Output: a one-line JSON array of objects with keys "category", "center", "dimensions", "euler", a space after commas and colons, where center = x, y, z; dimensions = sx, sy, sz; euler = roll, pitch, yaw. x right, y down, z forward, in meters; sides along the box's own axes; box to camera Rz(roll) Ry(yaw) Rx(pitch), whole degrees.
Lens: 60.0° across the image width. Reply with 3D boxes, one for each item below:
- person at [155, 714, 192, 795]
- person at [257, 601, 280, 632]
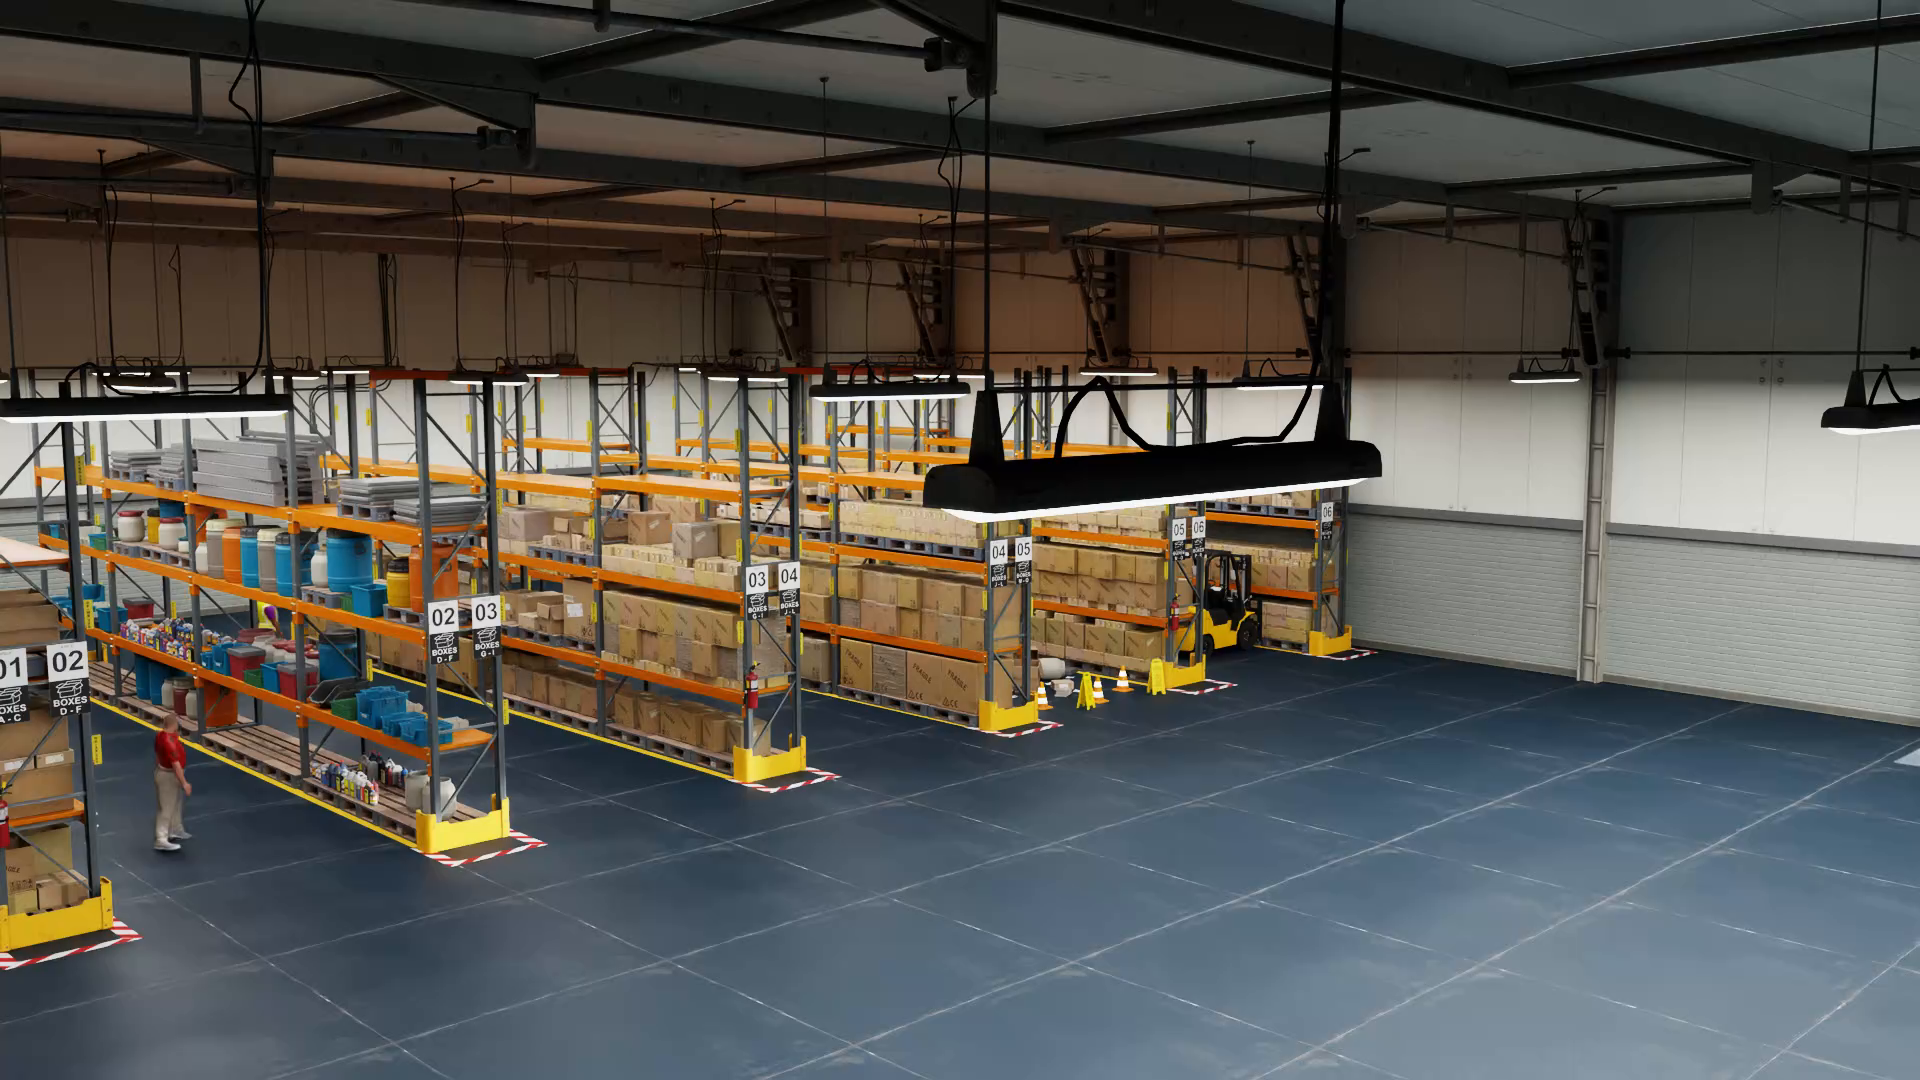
[{"category": "person", "center": [-10.090, 2.730, 21.311], "dimensions": [0.360, 1.042, 0.632], "euler": [-4, 8, -33]}, {"category": "person", "center": [-13.542, 1.357, 32.484], "dimensions": [0.447, 0.866, 0.391], "euler": [4, 7, 29]}]
